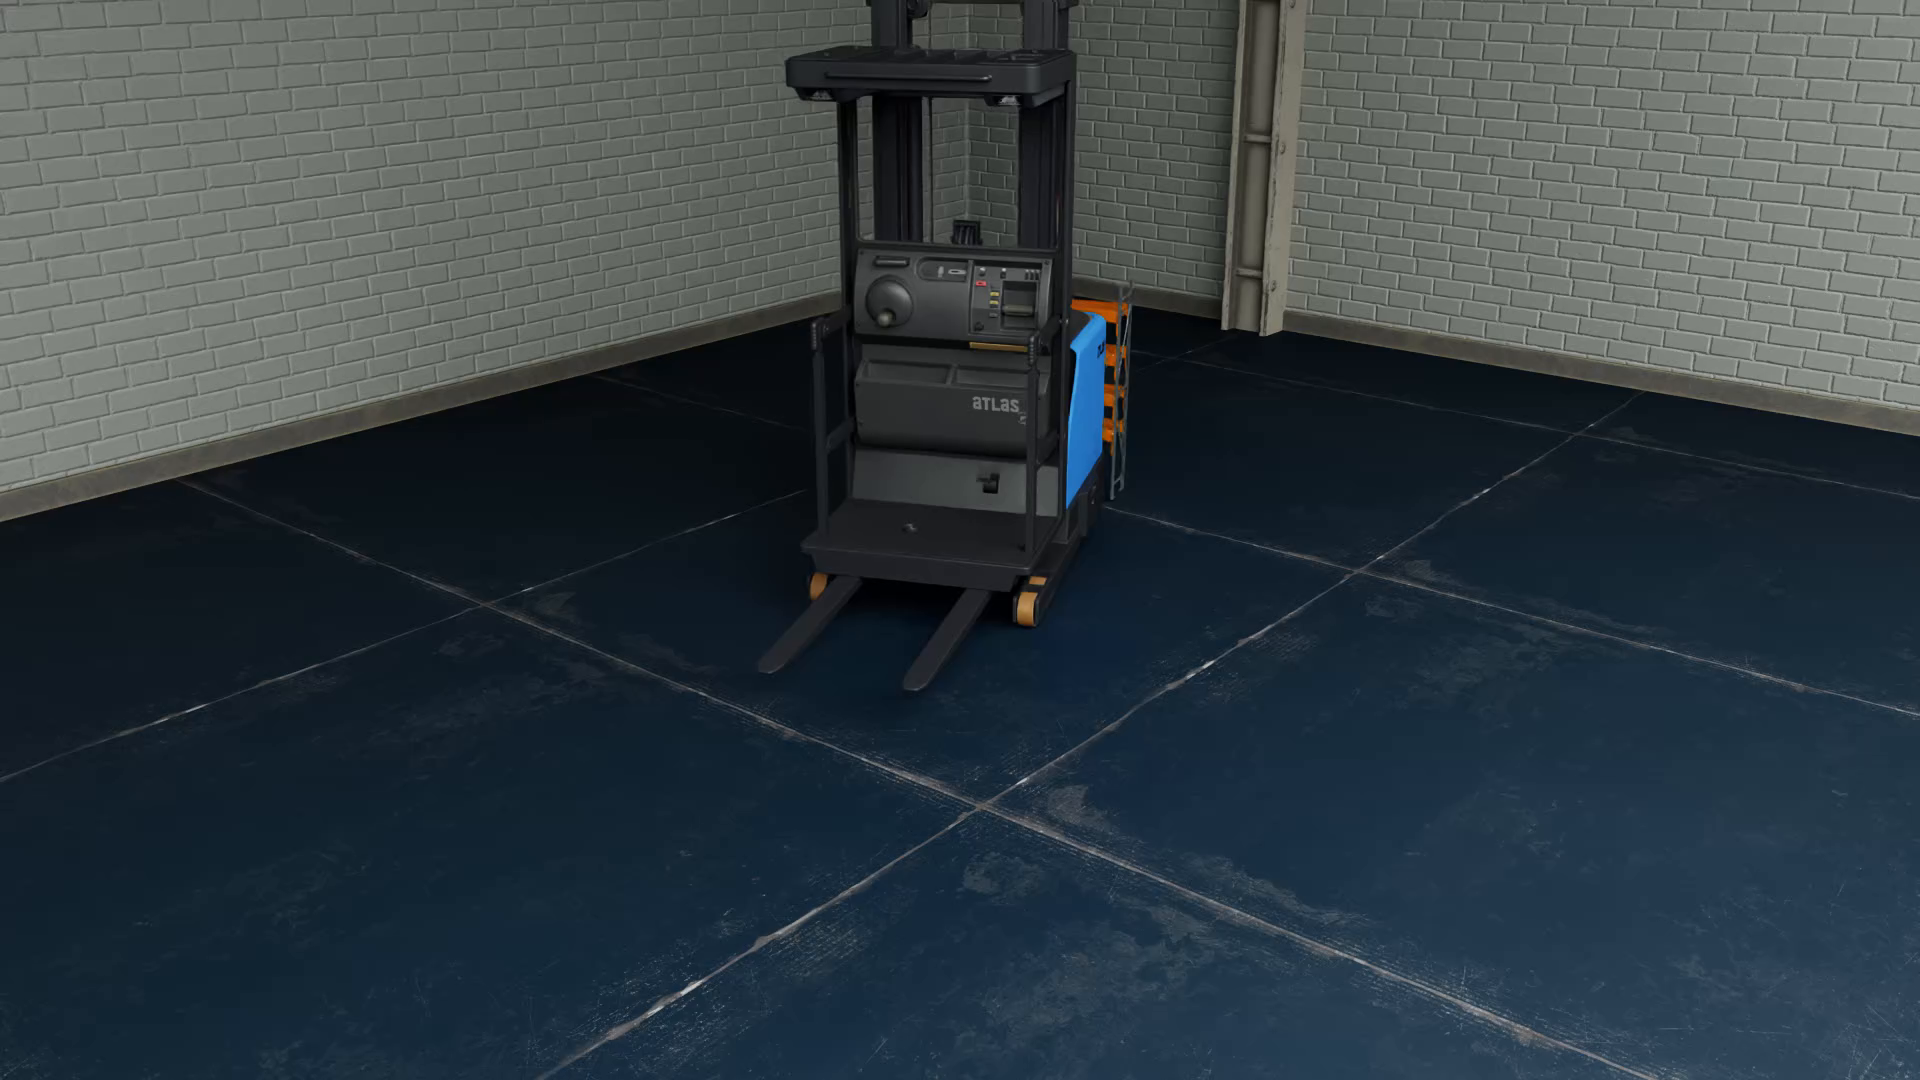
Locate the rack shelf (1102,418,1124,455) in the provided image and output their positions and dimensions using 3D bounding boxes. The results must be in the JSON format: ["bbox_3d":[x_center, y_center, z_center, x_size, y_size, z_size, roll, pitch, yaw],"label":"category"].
[{"bbox_3d":[0.657,-0.604,9.312,0.480,0.148,0.258,7,20,19],"label":"rack shelf"}]

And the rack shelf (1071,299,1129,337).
[{"bbox_3d":[0.664,-1.227,9.097,0.480,0.148,0.258,7,20,19],"label":"rack shelf"}]

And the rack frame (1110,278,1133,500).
[{"bbox_3d":[0.889,-0.826,9.145,0.015,1.200,0.240,7,20,19],"label":"rack frame"}]

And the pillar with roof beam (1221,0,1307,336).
[{"bbox_3d":[-0.427,-4.690,8.352,0.400,9.000,9.100,16,26,36],"label":"pillar with roof beam"}]

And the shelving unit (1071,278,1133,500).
[{"bbox_3d":[0.660,-0.856,9.225,0.503,1.200,0.258,7,20,19],"label":"shelving unit"}]

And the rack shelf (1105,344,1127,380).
[{"bbox_3d":[0.662,-1.004,9.174,0.480,0.148,0.258,7,20,19],"label":"rack shelf"}]

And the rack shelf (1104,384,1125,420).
[{"bbox_3d":[0.659,-0.792,9.247,0.480,0.148,0.258,7,20,19],"label":"rack shelf"}]

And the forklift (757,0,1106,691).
[{"bbox_3d":[-0.090,-1.123,7.493,1.130,2.935,3.031,5,21,14],"label":"forklift"}]
